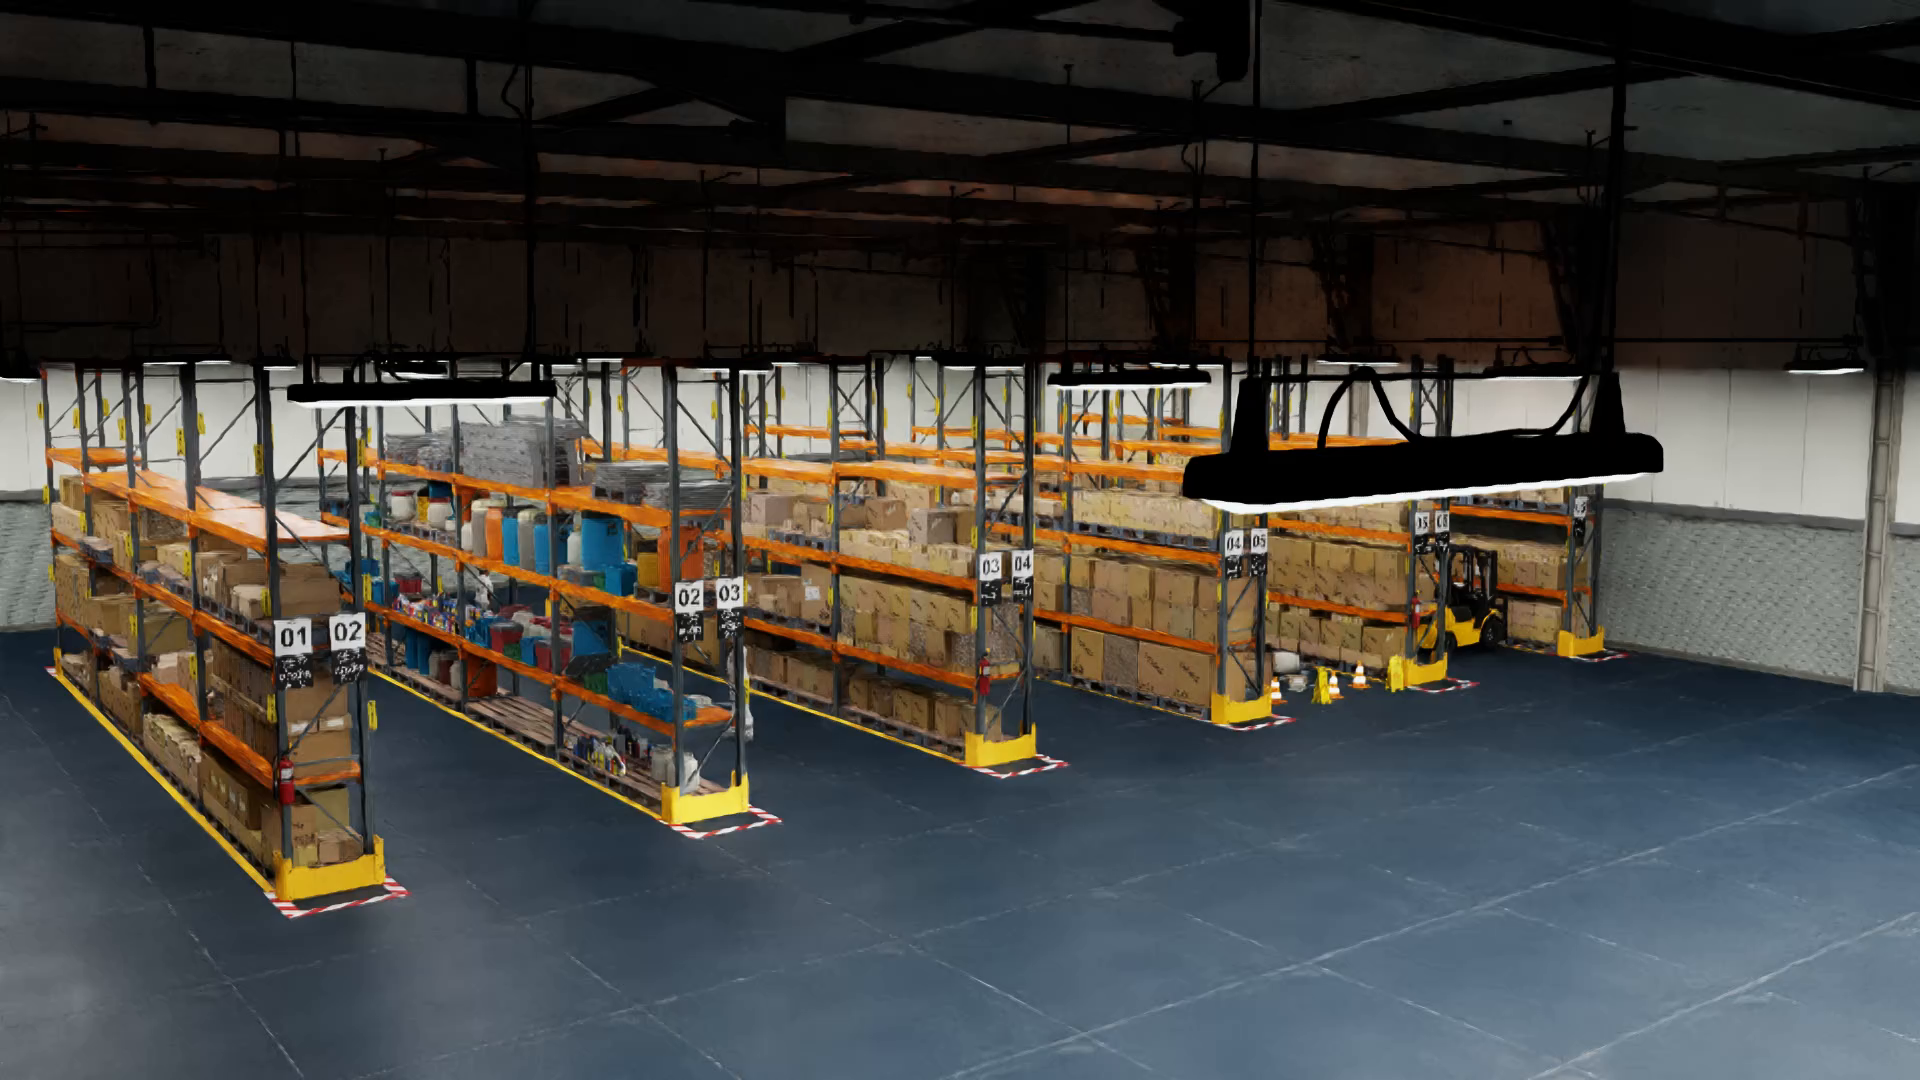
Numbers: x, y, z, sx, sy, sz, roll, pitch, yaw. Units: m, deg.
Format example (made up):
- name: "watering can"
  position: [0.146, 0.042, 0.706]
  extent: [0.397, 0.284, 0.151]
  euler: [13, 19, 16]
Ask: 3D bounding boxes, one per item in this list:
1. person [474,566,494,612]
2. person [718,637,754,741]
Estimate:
- name: "person"
  position: [-9.924, 1.330, 34.655]
  extent: [0.606, 1.674, 0.372]
  euler: [6, 9, 42]
- name: "person"
  position: [-3.568, 2.270, 26.368]
  extent: [0.569, 1.786, 0.653]
  euler: [-1, 7, -7]
